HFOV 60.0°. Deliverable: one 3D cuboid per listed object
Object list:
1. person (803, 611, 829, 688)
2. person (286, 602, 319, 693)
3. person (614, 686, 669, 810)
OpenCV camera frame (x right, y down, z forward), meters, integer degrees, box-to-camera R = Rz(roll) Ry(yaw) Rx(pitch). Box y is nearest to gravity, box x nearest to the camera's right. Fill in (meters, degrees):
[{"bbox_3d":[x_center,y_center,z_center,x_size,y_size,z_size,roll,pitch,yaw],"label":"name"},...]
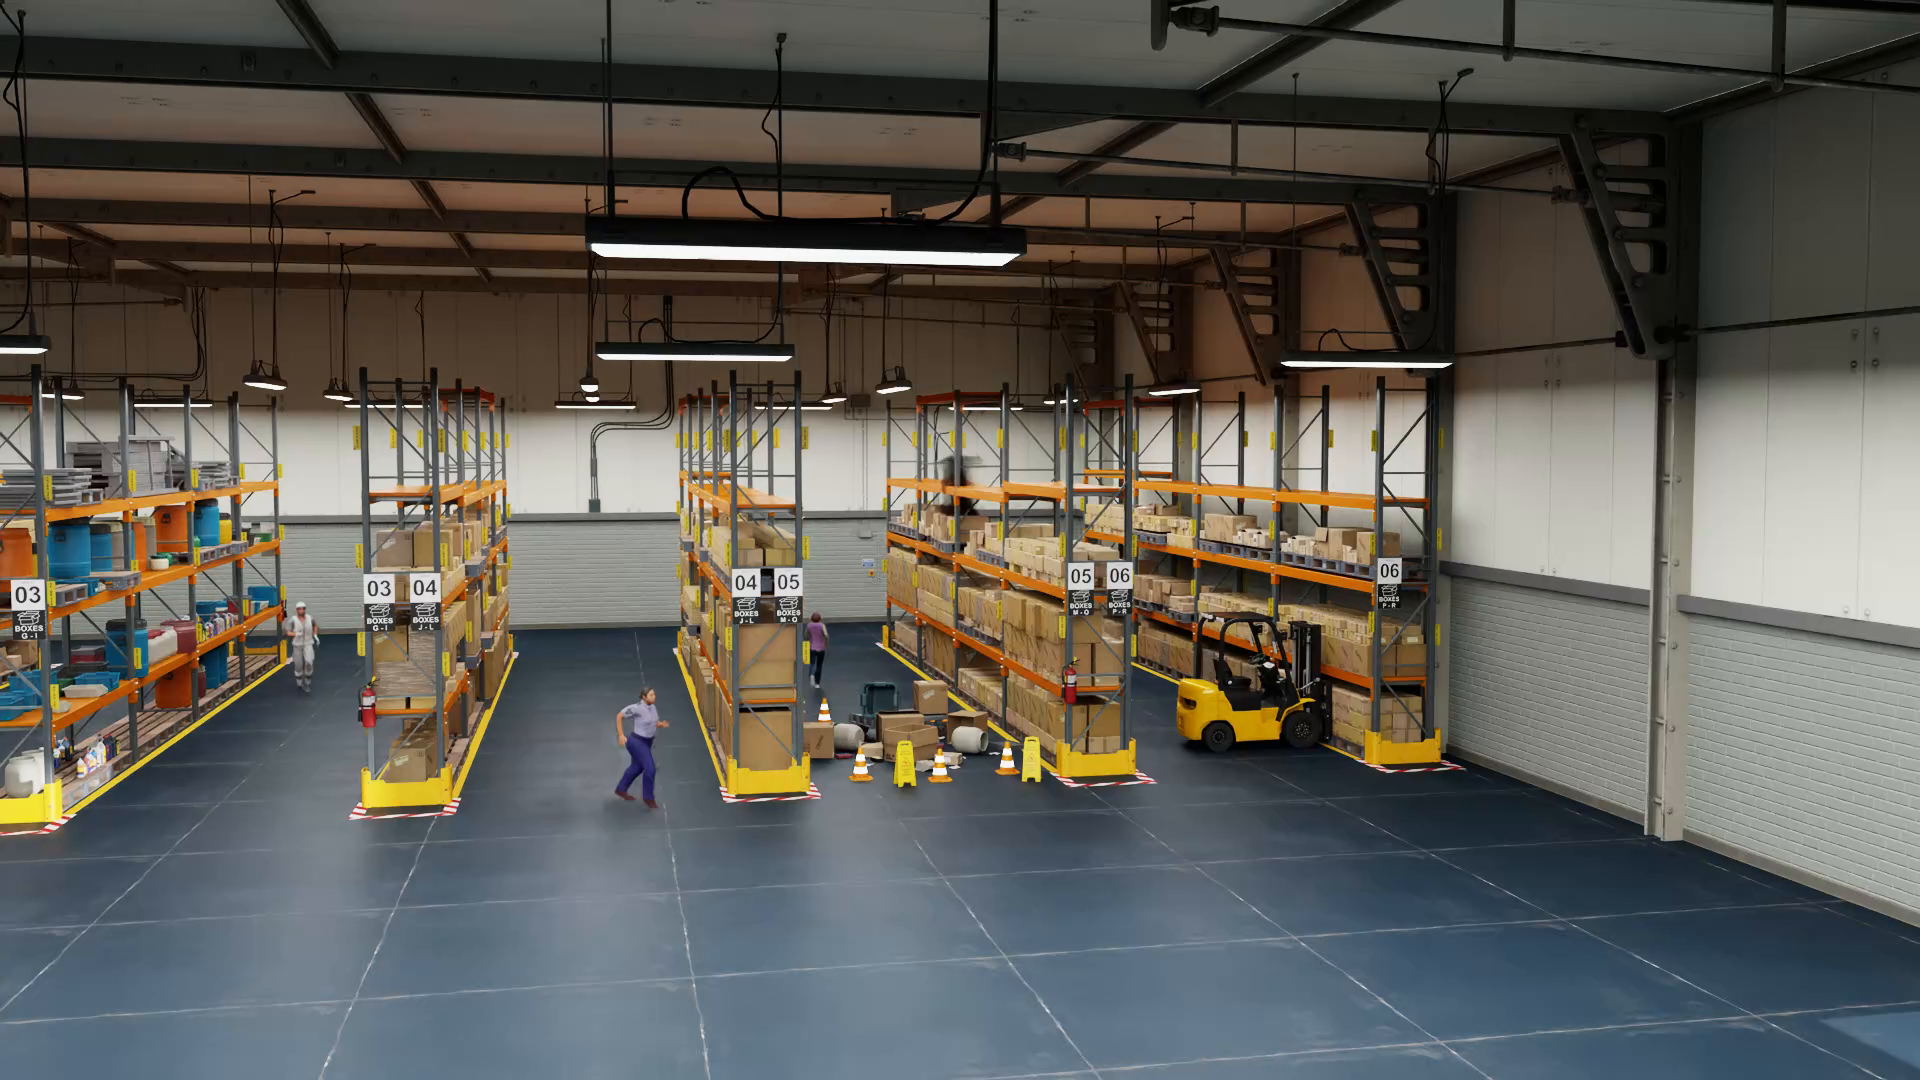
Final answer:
[{"bbox_3d":[-2.891,2.217,33.395,0.528,1.567,0.778,0,3,-1],"label":"person"},{"bbox_3d":[-13.083,2.141,33.116,0.630,1.829,0.842,-2,4,-26],"label":"person"},{"bbox_3d":[-4.359,2.844,22.704,0.860,1.716,0.586,1,4,16],"label":"person"}]
